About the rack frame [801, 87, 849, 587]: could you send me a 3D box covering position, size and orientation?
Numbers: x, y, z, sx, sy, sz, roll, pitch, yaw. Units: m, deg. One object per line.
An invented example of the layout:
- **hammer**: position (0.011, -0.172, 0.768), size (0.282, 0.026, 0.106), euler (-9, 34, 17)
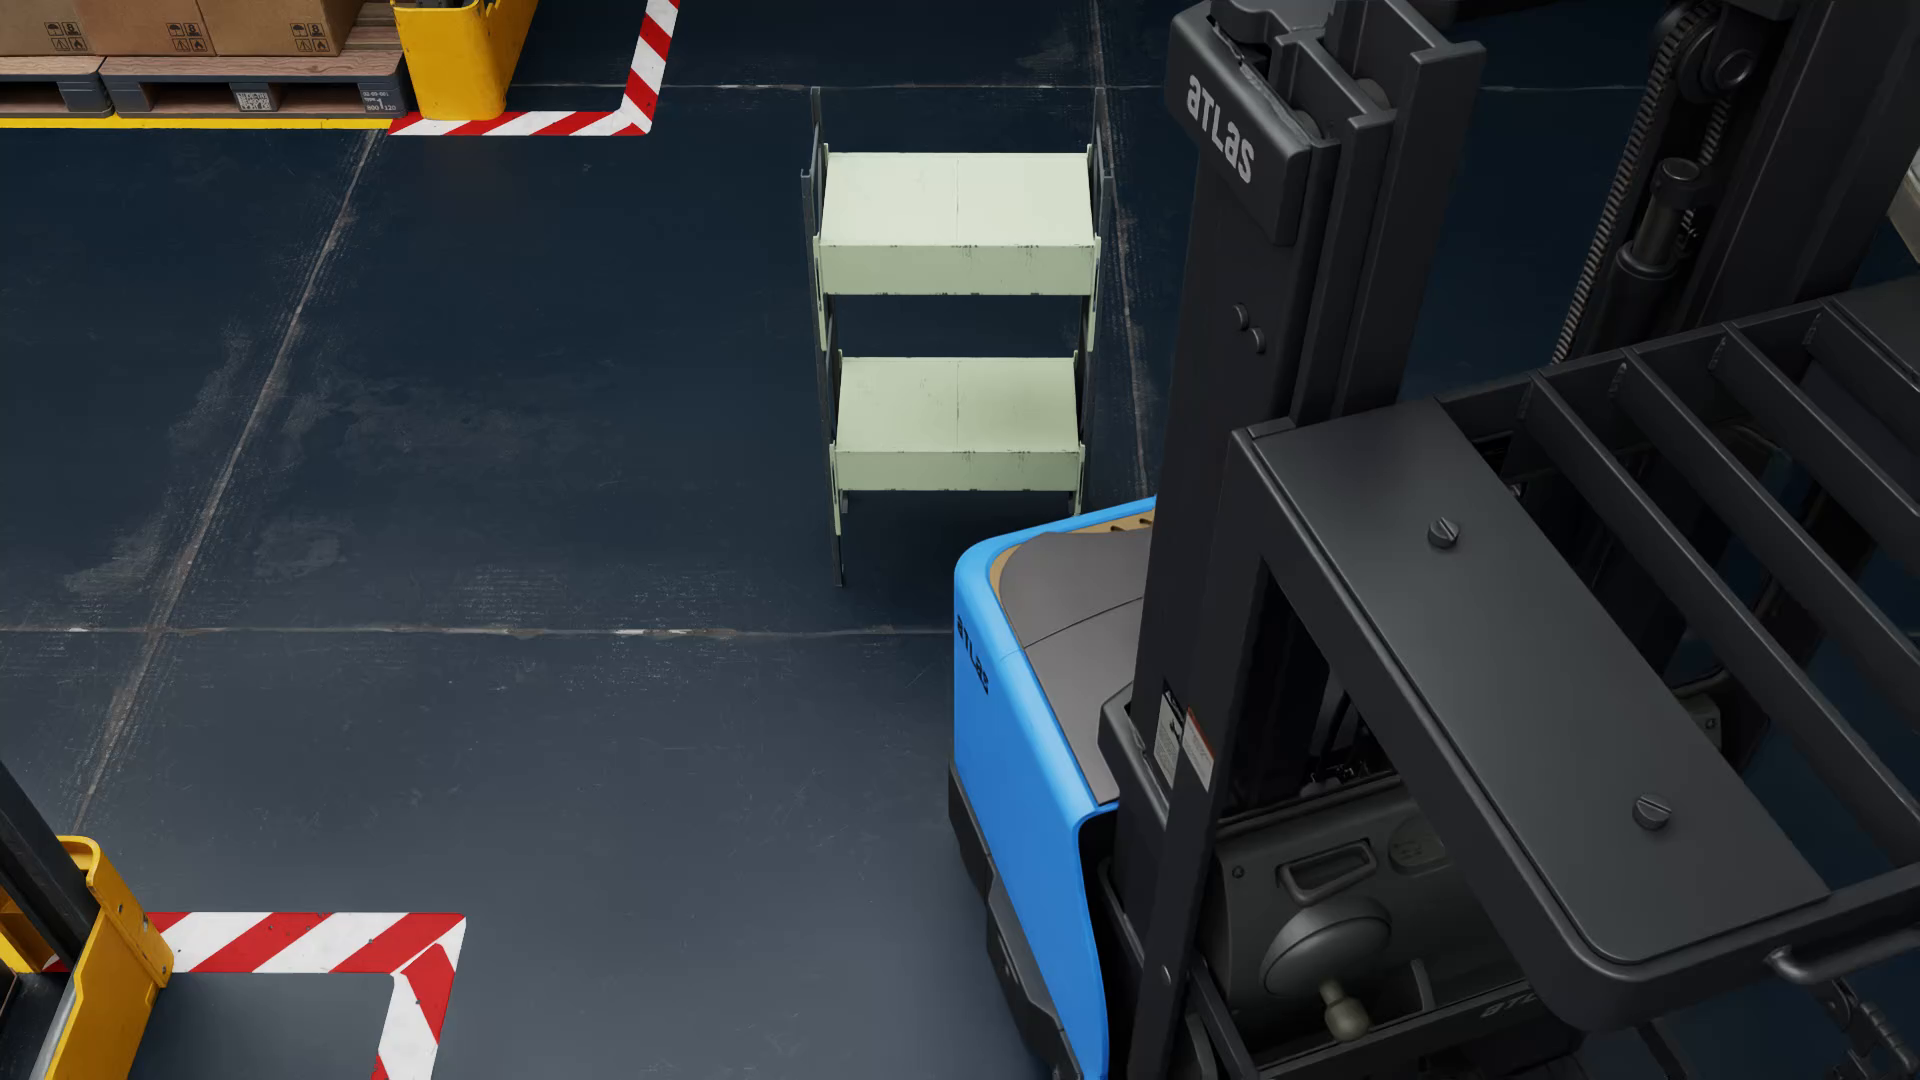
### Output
- **rack frame**: position (-0.373, -0.512, 4.702), size (0.023, 1.500, 0.400), euler (0, 47, 0)

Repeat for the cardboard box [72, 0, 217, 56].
- **cardboard box**: position (-3.290, -2.402, 6.858), size (0.500, 0.500, 0.700), euler (0, 47, 0)

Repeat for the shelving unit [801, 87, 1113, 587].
- **shelving unit**: position (-0.007, -0.511, 4.701), size (0.755, 1.500, 0.431), euler (0, 47, 0)

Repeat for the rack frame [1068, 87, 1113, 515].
- **rack frame**: position (0.359, -0.510, 4.700), size (0.023, 1.500, 0.400), euler (0, 47, 0)

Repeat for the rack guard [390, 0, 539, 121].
- **rack guard**: position (-2.065, -2.329, 7.076), size (0.348, 0.500, 1.175), euler (0, 47, 0)

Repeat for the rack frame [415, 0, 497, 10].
- **rack frame**: position (-2.089, -3.181, 6.161), size (0.127, 3.000, 1.000), euler (0, 47, 0)

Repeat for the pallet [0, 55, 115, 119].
- **pallet**: position (-4.106, -2.181, 7.136), size (1.213, 0.211, 1.003), euler (0, 47, 0)

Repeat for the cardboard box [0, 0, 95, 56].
- **cardboard box**: position (-3.793, -2.403, 6.858), size (0.500, 0.500, 0.700), euler (-1, 47, -1)

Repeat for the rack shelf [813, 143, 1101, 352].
- **rack shelf**: position (-0.007, -0.777, 4.415), size (0.720, 0.370, 0.431), euler (0, 47, 0)

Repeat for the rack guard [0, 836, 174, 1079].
- **rack guard**: position (-2.180, 1.297, 3.702), size (0.348, 0.500, 1.175), euler (0, 47, 0)

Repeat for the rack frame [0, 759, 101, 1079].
- **rack frame**: position (-2.104, 0.445, 2.786), size (0.127, 3.000, 1.000), euler (0, 47, 0)

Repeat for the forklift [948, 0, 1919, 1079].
- **forklift**: position (0.933, 0.651, 2.641), size (1.130, 2.935, 3.031), euler (-14, 49, -13)

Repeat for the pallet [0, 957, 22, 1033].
- **pallet**: position (-2.977, 1.394, 3.809), size (1.213, 0.211, 1.003), euler (0, 47, 0)

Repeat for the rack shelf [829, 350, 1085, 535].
- **rack shelf**: position (-0.007, -0.289, 4.940), size (0.720, 0.370, 0.431), euler (0, 47, 0)

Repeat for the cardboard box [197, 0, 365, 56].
- **cardboard box**: position (-2.789, -2.401, 6.856), size (0.500, 0.500, 0.700), euler (0, 47, 0)

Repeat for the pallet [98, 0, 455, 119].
- **pallet**: position (-2.889, -2.176, 7.131), size (1.213, 0.211, 1.003), euler (0, 47, 0)
